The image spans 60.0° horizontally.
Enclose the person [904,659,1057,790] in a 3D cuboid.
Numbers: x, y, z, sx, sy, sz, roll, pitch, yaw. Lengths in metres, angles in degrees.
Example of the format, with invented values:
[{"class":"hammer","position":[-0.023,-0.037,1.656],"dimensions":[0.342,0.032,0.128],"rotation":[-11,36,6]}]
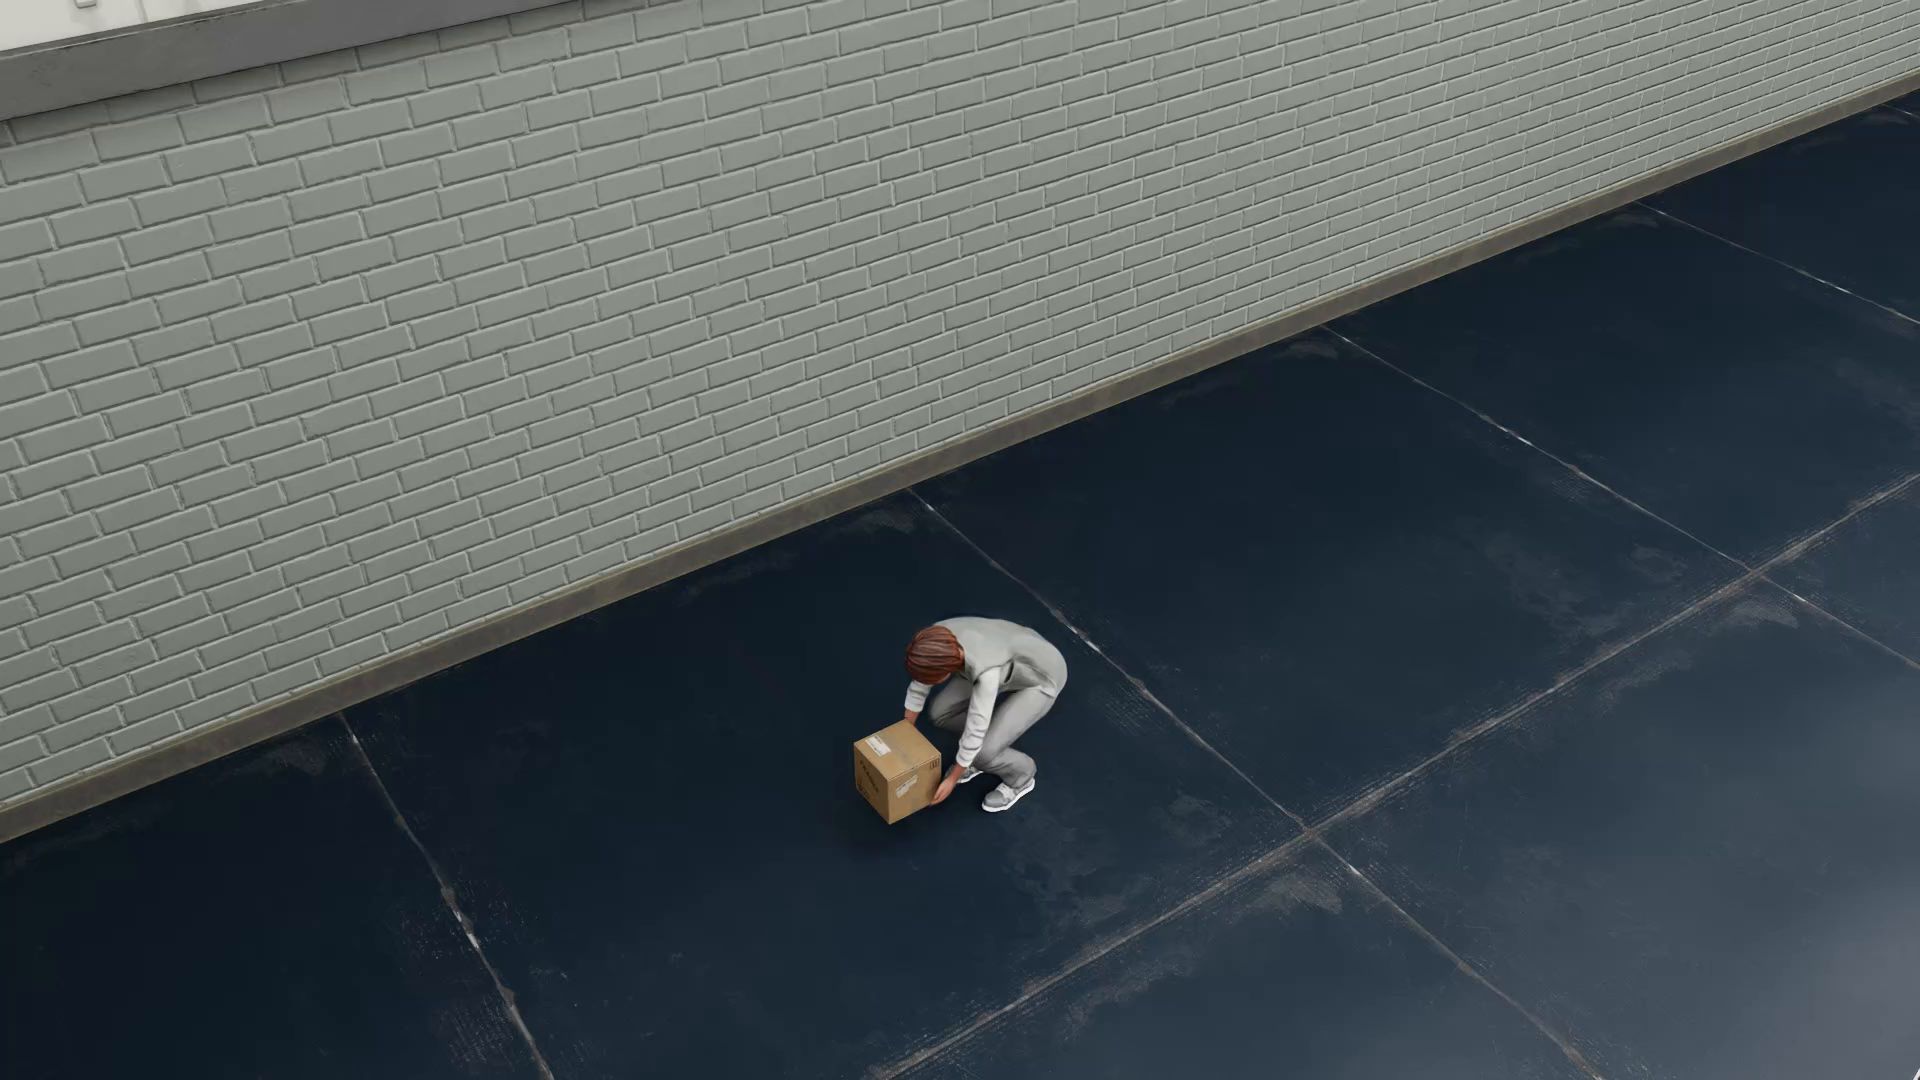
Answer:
[{"class":"person","position":[0.143,0.647,6.665],"dimensions":[0.628,0.833,0.452],"rotation":[-23,43,-27]}]
